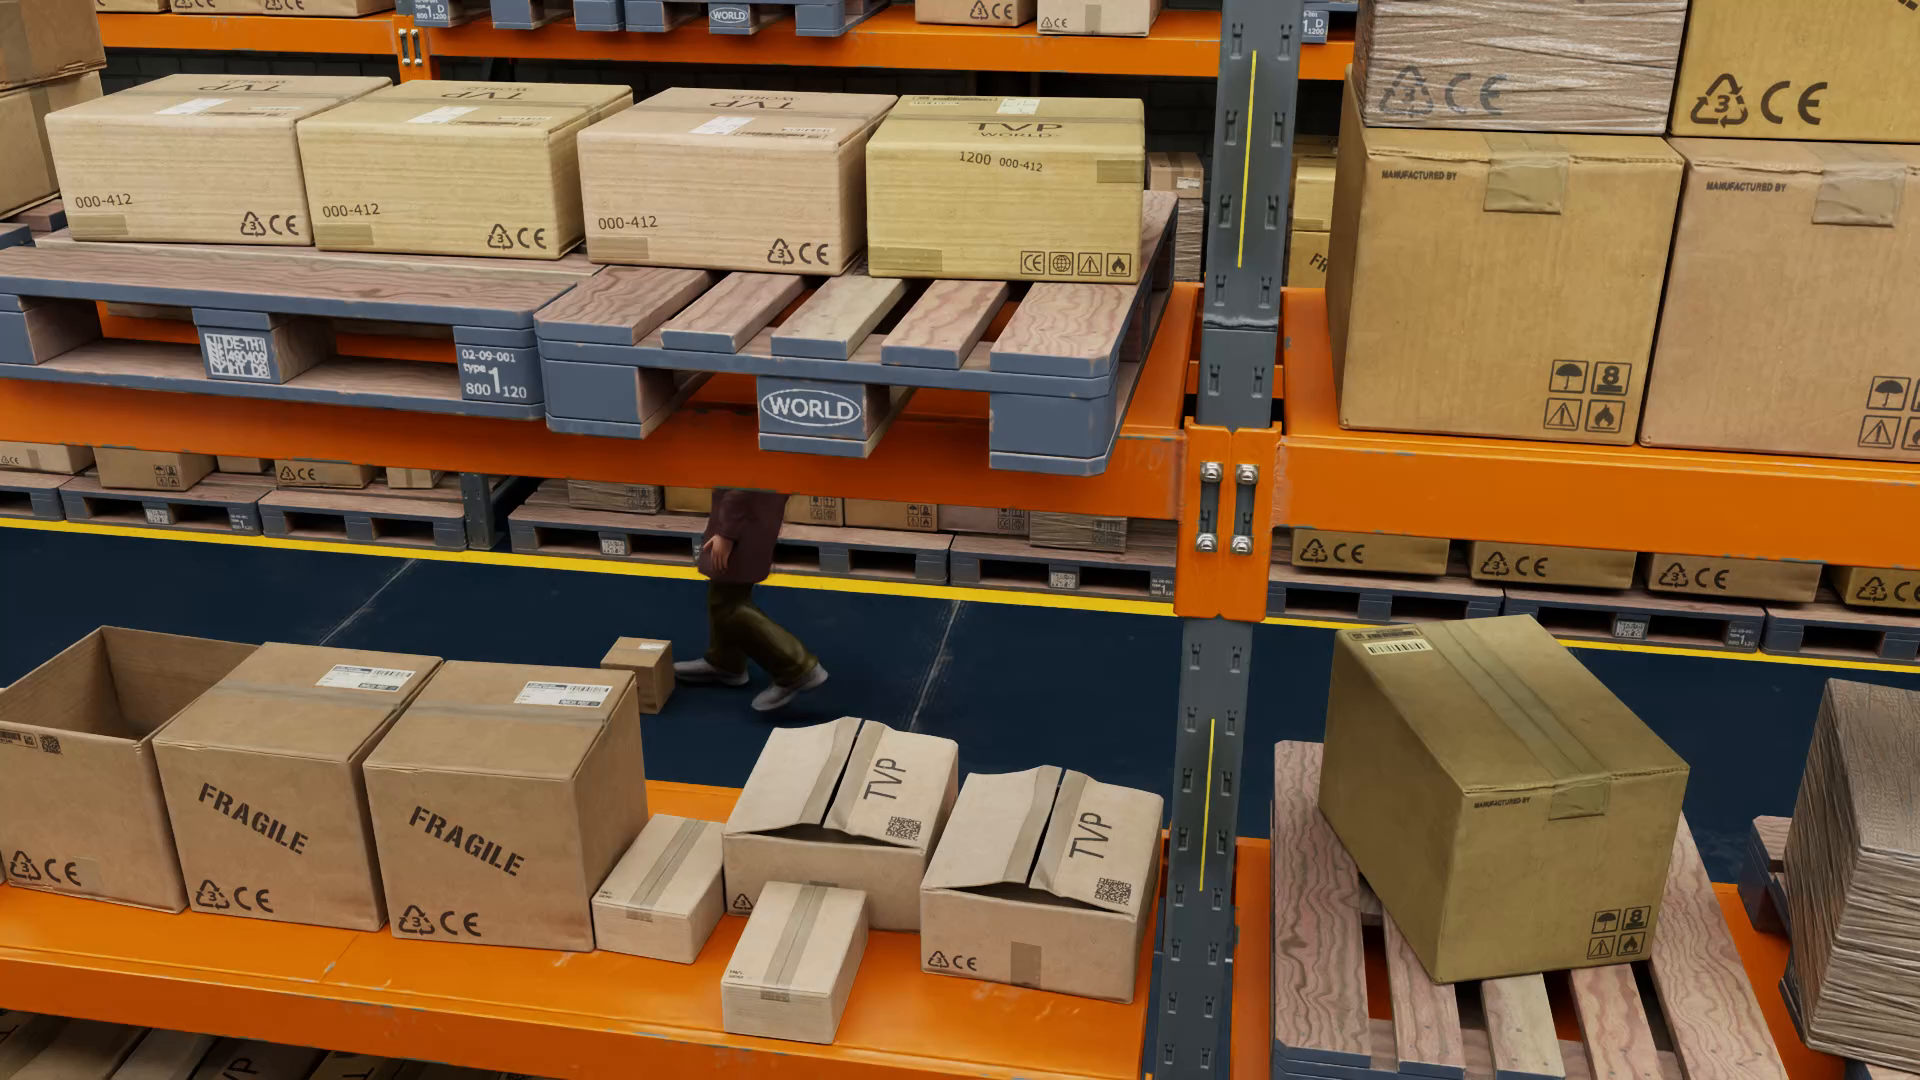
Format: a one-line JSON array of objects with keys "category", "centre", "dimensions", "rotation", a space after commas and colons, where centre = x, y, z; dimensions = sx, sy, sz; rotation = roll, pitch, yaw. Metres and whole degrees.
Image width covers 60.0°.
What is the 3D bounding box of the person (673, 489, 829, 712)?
[{"category": "person", "centre": [-0.967, -0.096, 7.290], "dimensions": [0.800, 1.766, 0.618], "rotation": [2, 25, 5]}]
